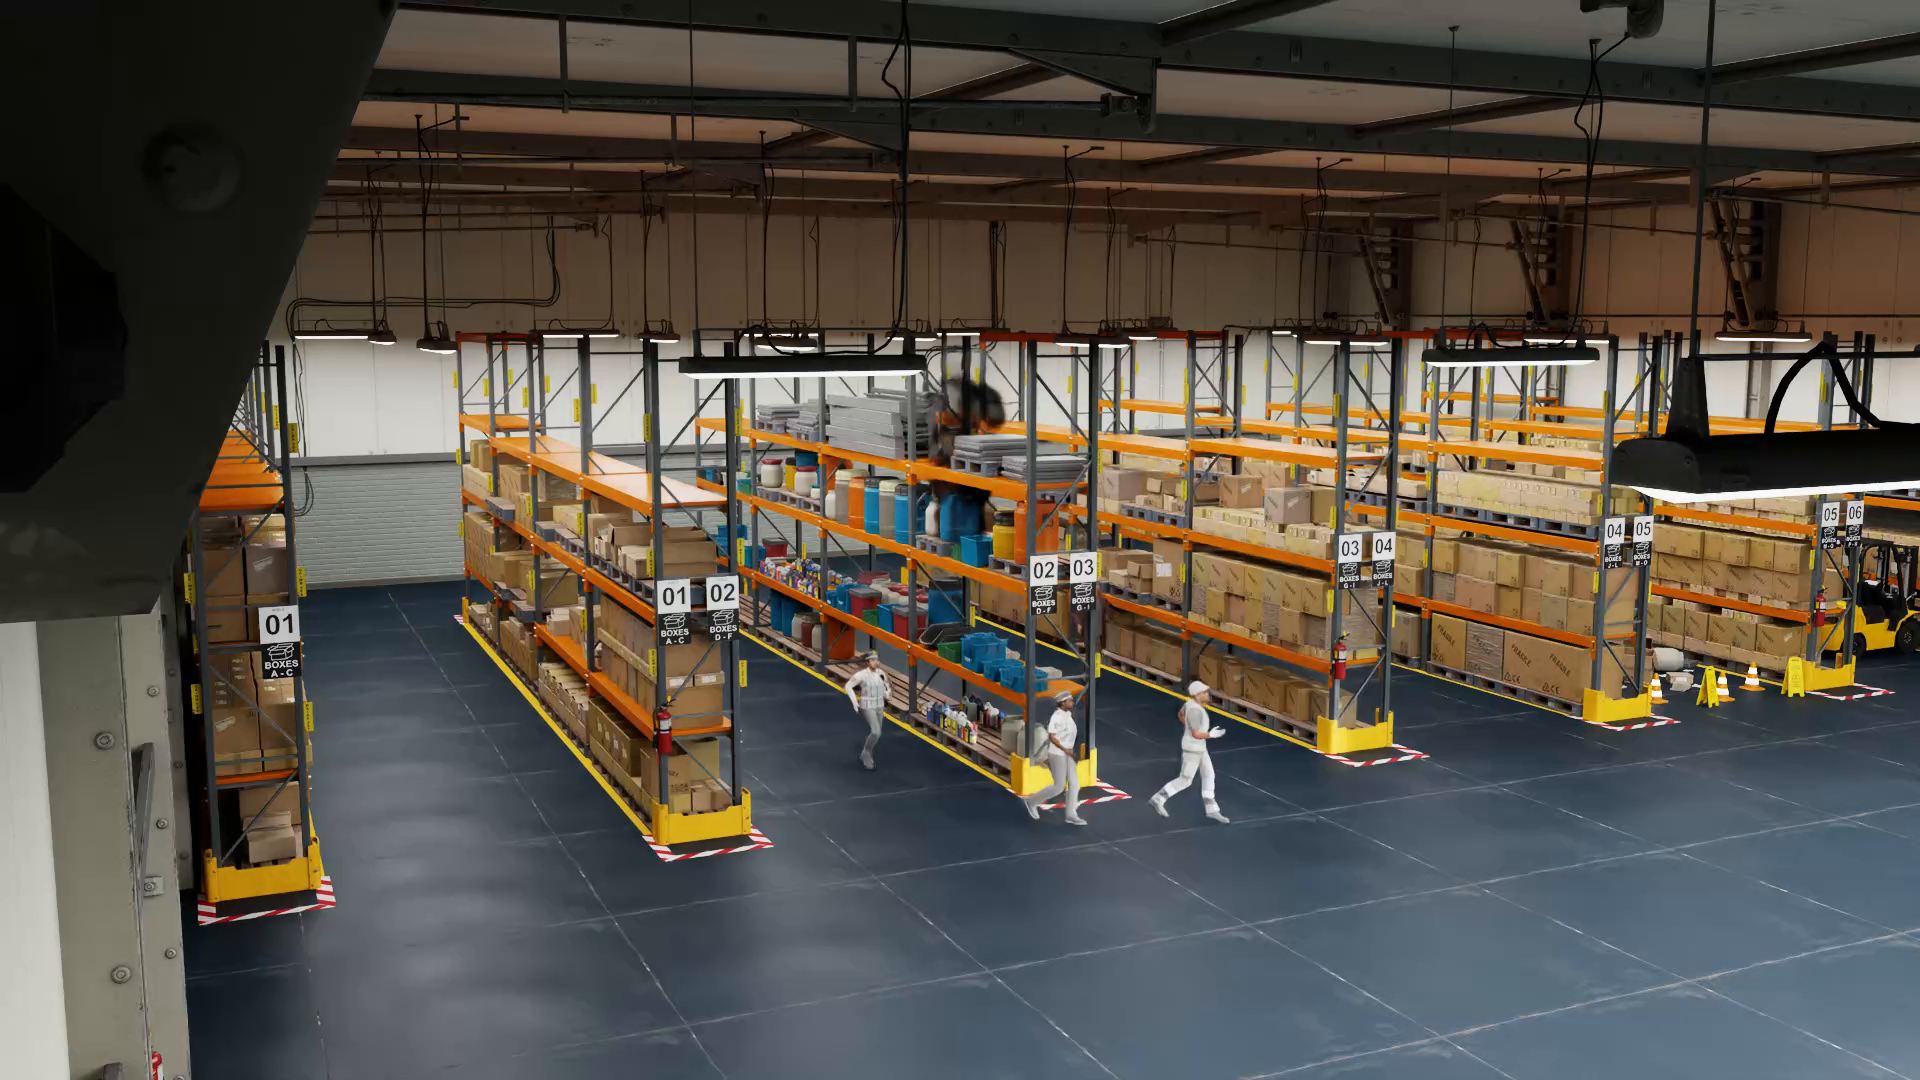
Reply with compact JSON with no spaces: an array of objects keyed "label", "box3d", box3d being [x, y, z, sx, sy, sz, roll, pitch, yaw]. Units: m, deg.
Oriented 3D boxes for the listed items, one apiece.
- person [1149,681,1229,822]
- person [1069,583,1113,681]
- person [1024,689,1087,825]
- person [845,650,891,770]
[{"label":"person","box3d":[2.884,2.645,20.817,1.002,1.803,0.672,2,8,11]},{"label":"person","box3d":[2.311,1.620,28.499,0.675,1.784,0.762,-5,9,-30]},{"label":"person","box3d":[1.269,2.698,20.907,0.800,1.648,0.656,3,8,20]},{"label":"person","box3d":[-1.219,2.369,23.250,0.582,1.690,0.666,-6,10,-39]}]
